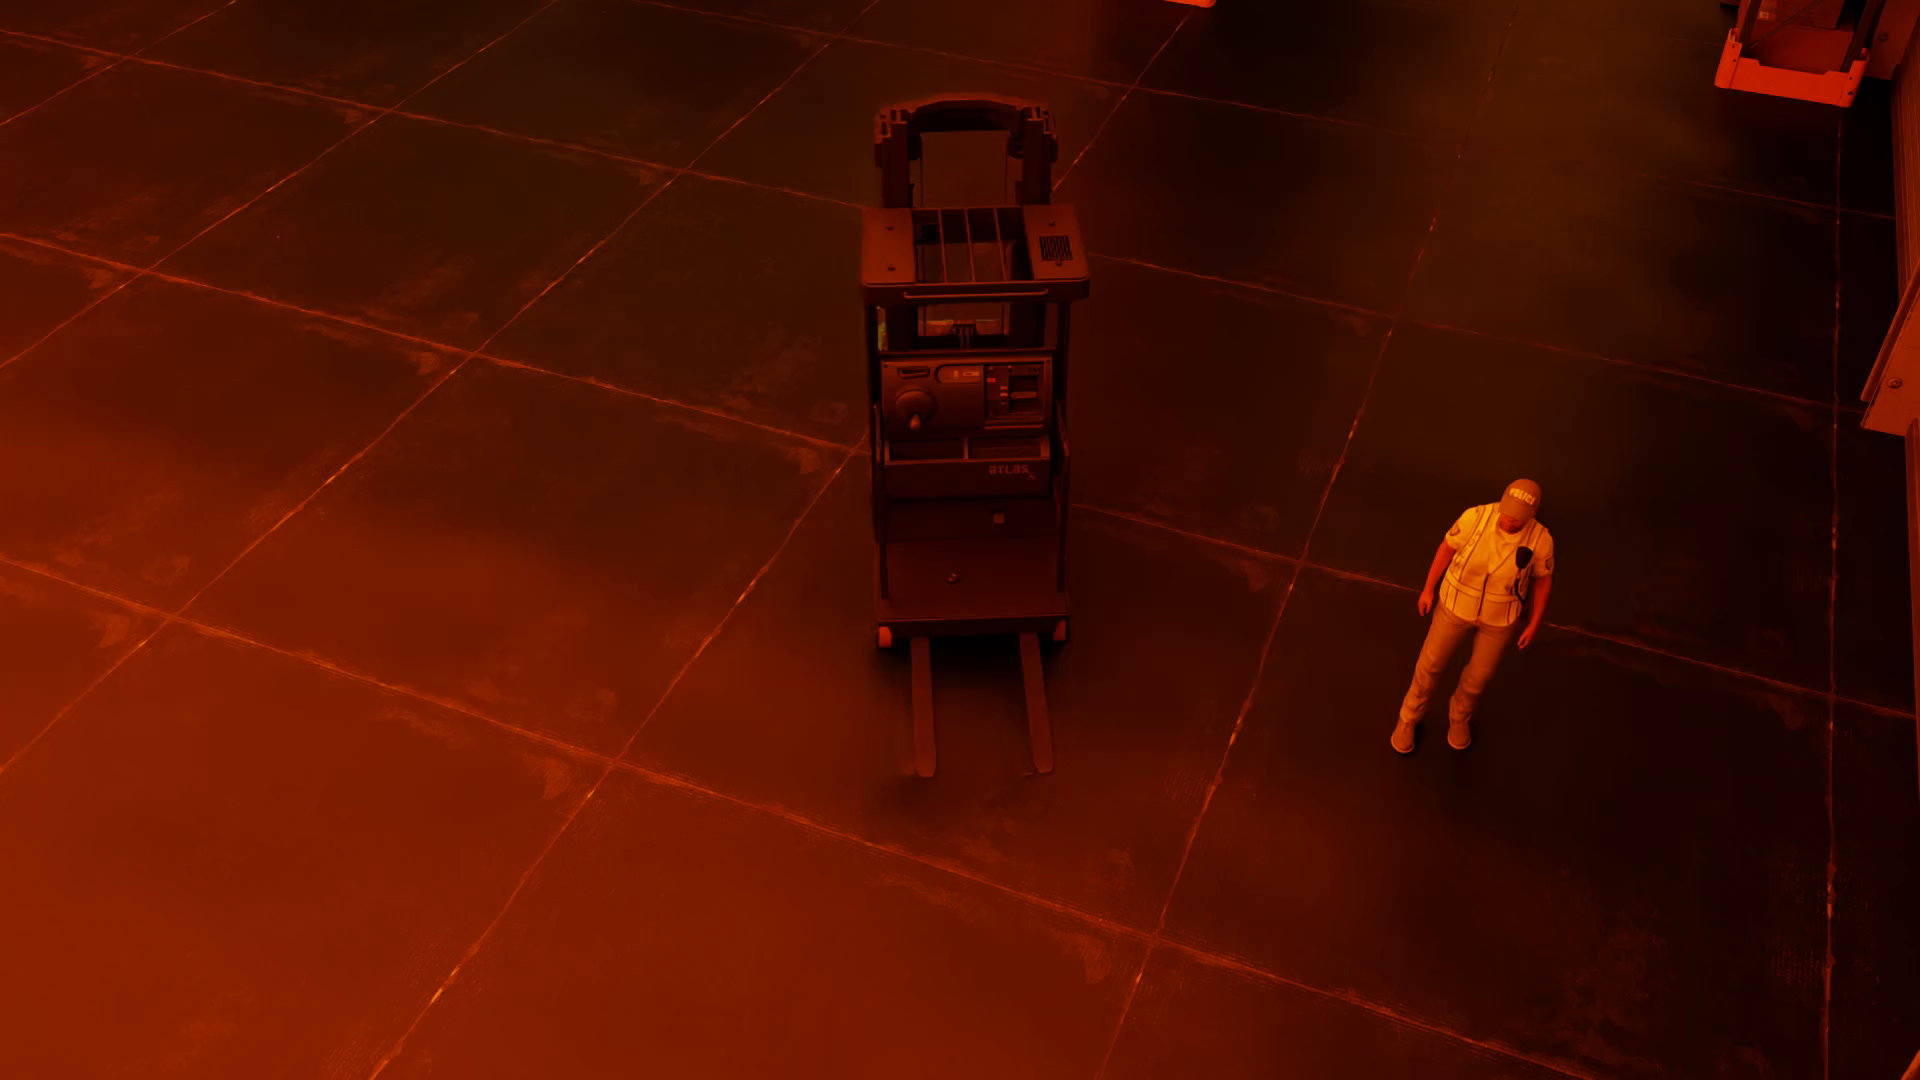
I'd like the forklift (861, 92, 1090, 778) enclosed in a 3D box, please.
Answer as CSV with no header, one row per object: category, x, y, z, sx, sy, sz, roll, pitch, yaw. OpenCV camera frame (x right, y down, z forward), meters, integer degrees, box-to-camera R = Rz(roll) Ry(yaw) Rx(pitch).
forklift,0.053,-0.721,8.868,1.130,2.935,3.031,-2,40,-2

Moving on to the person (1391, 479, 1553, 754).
person,2.649,0.404,8.508,0.608,1.672,0.528,14,42,16
